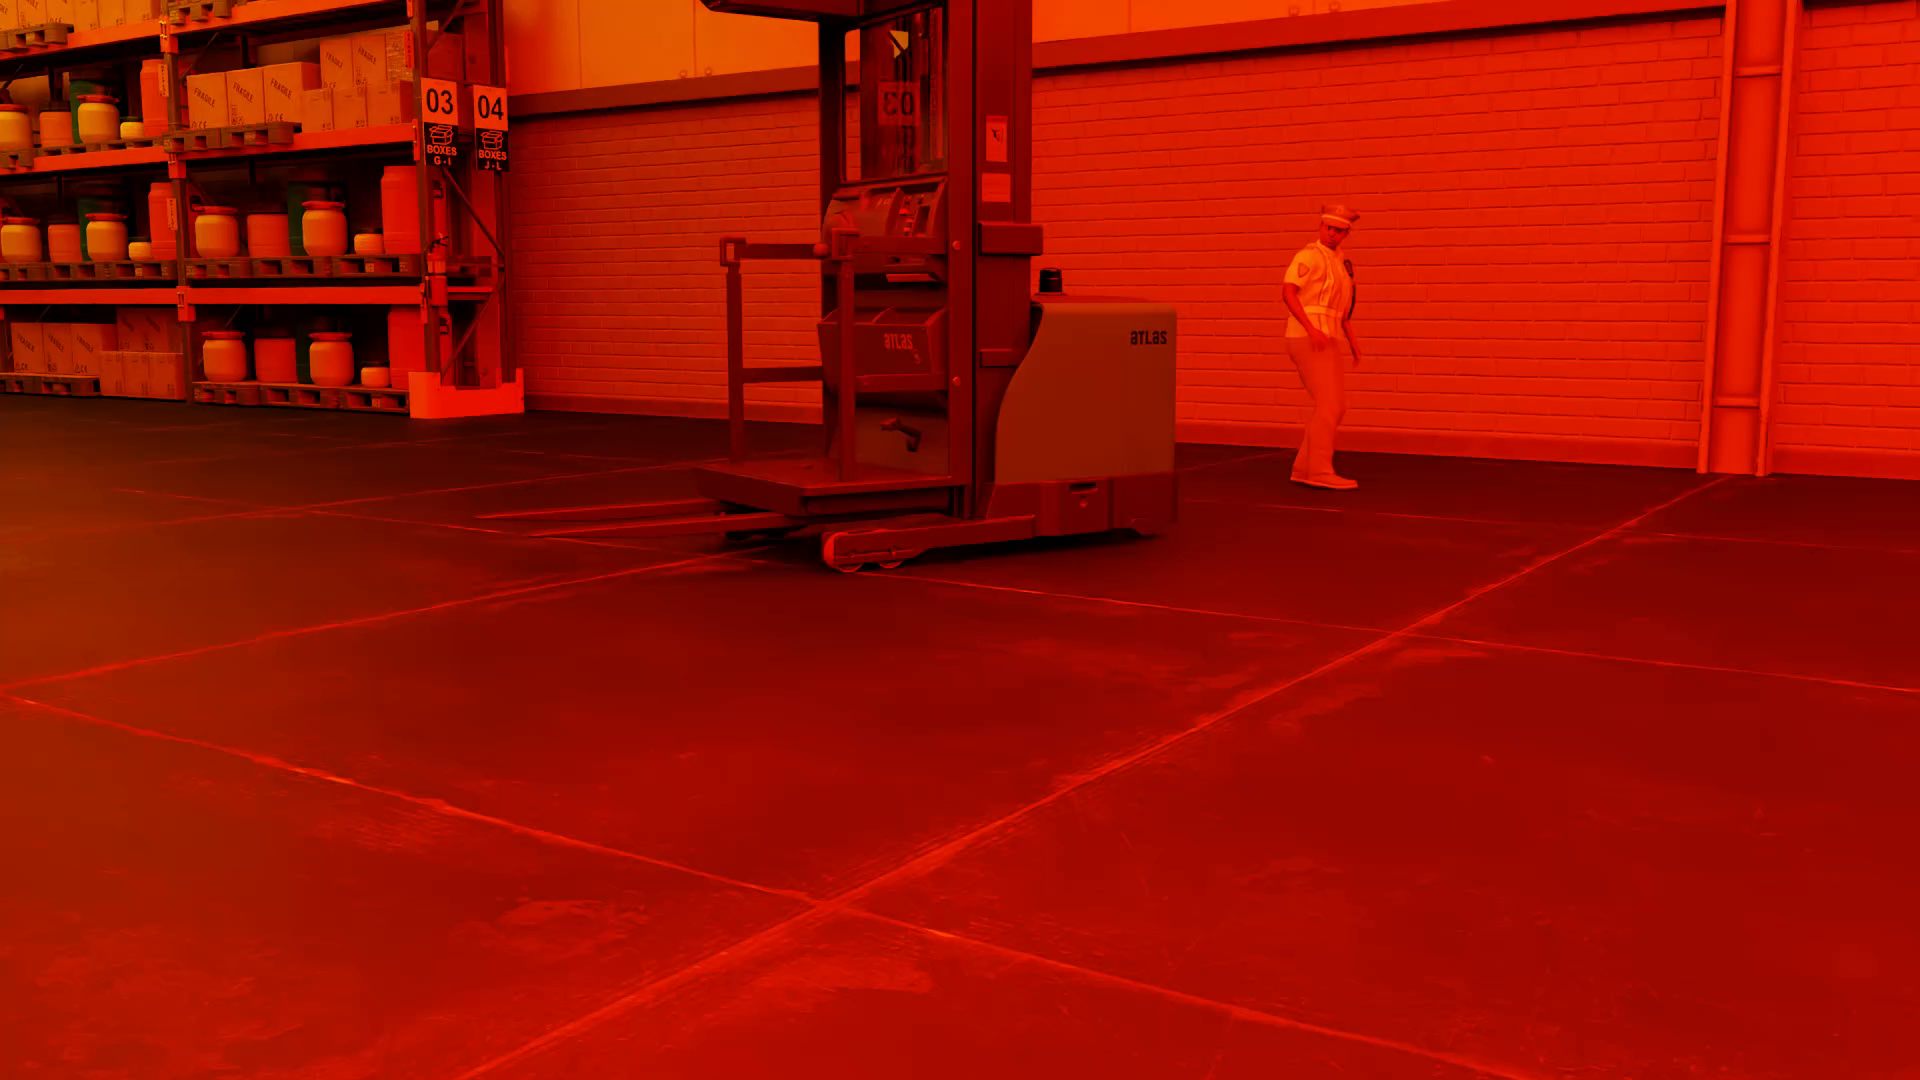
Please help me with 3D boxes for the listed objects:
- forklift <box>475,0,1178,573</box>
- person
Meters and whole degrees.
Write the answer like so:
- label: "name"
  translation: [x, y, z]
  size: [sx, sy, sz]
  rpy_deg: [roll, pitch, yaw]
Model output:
- label: "forklift"
  translation: [-0.507, -1.403, 7.061]
  size: [3.031, 2.935, 1.130]
  rpy_deg: [-5, 10, -33]
- label: "person"
  translation: [2.173, -1.135, 9.764]
  size: [0.479, 1.649, 0.648]
  rpy_deg: [5, 9, 31]
